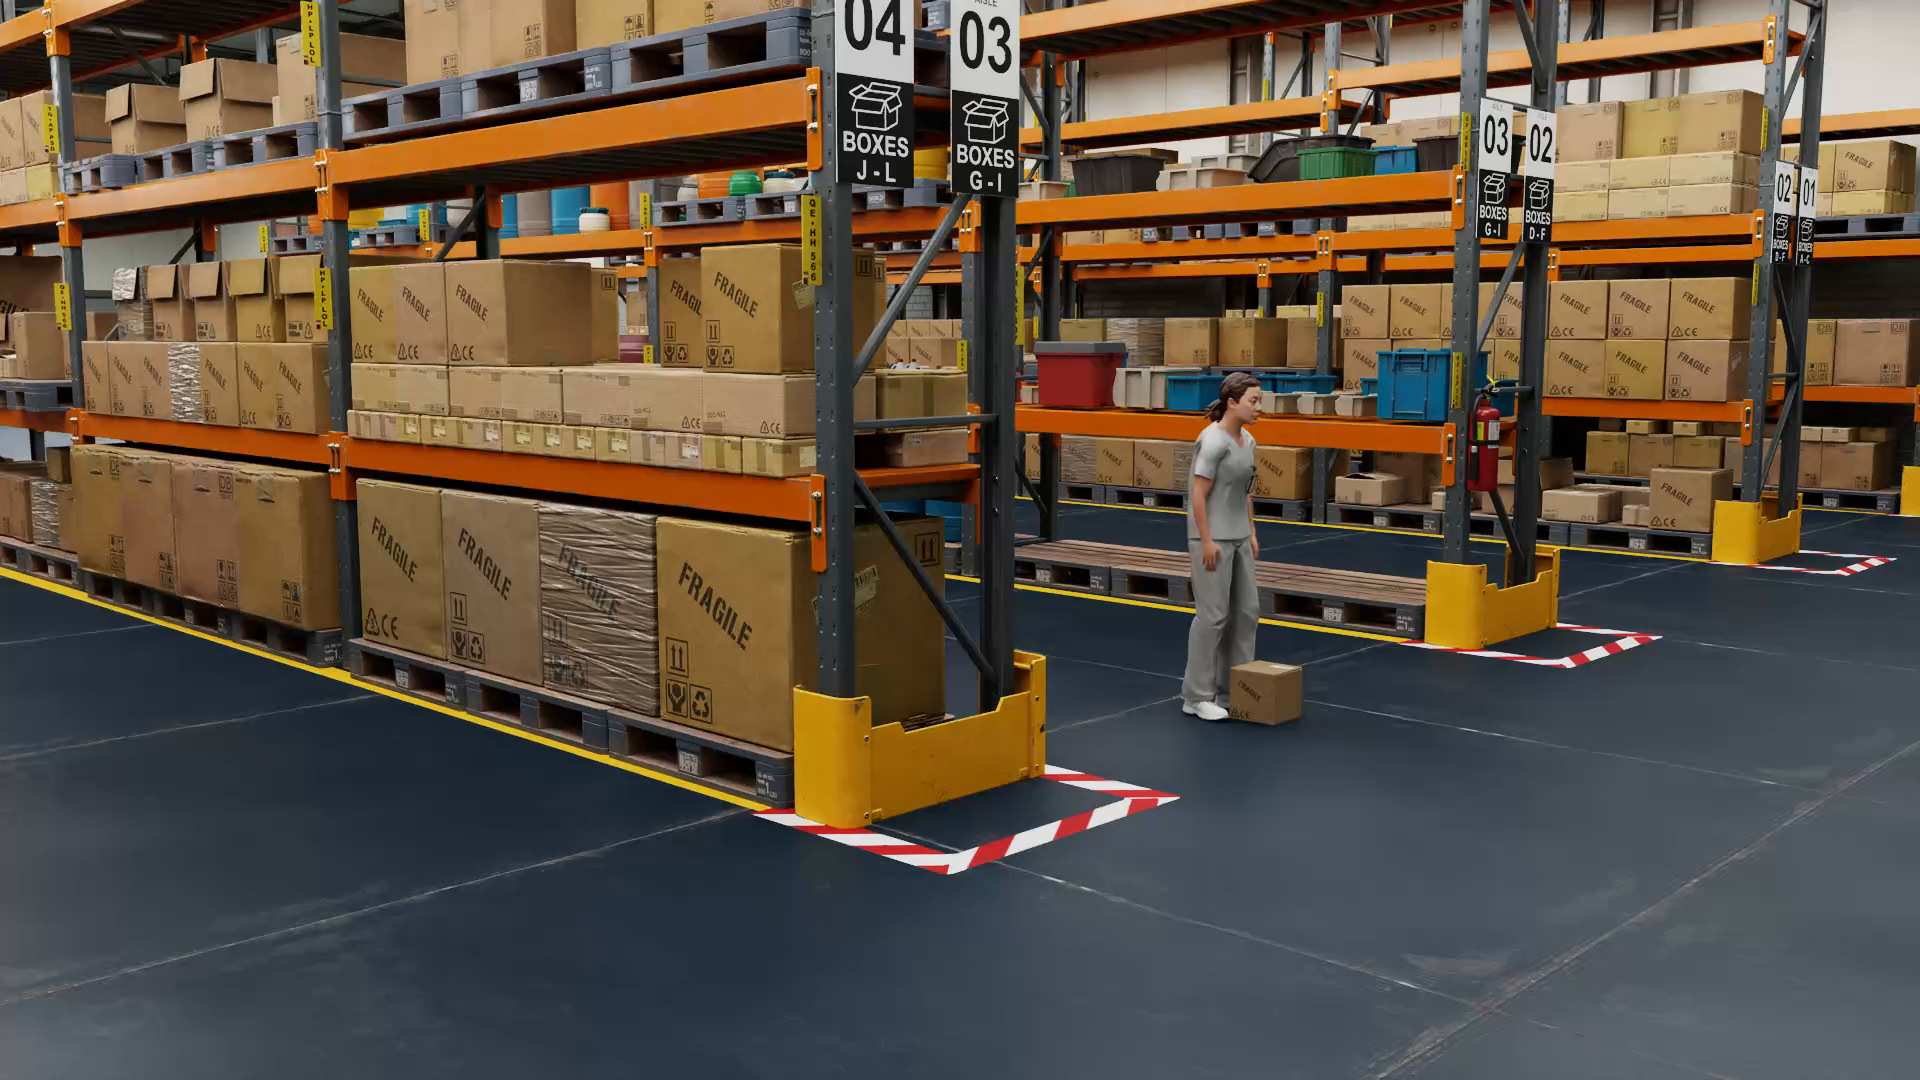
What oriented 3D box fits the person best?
[{"bbox_3d":[1.323,0.017,8.134,0.412,1.672,0.514,6,9,40],"label":"person"}]
